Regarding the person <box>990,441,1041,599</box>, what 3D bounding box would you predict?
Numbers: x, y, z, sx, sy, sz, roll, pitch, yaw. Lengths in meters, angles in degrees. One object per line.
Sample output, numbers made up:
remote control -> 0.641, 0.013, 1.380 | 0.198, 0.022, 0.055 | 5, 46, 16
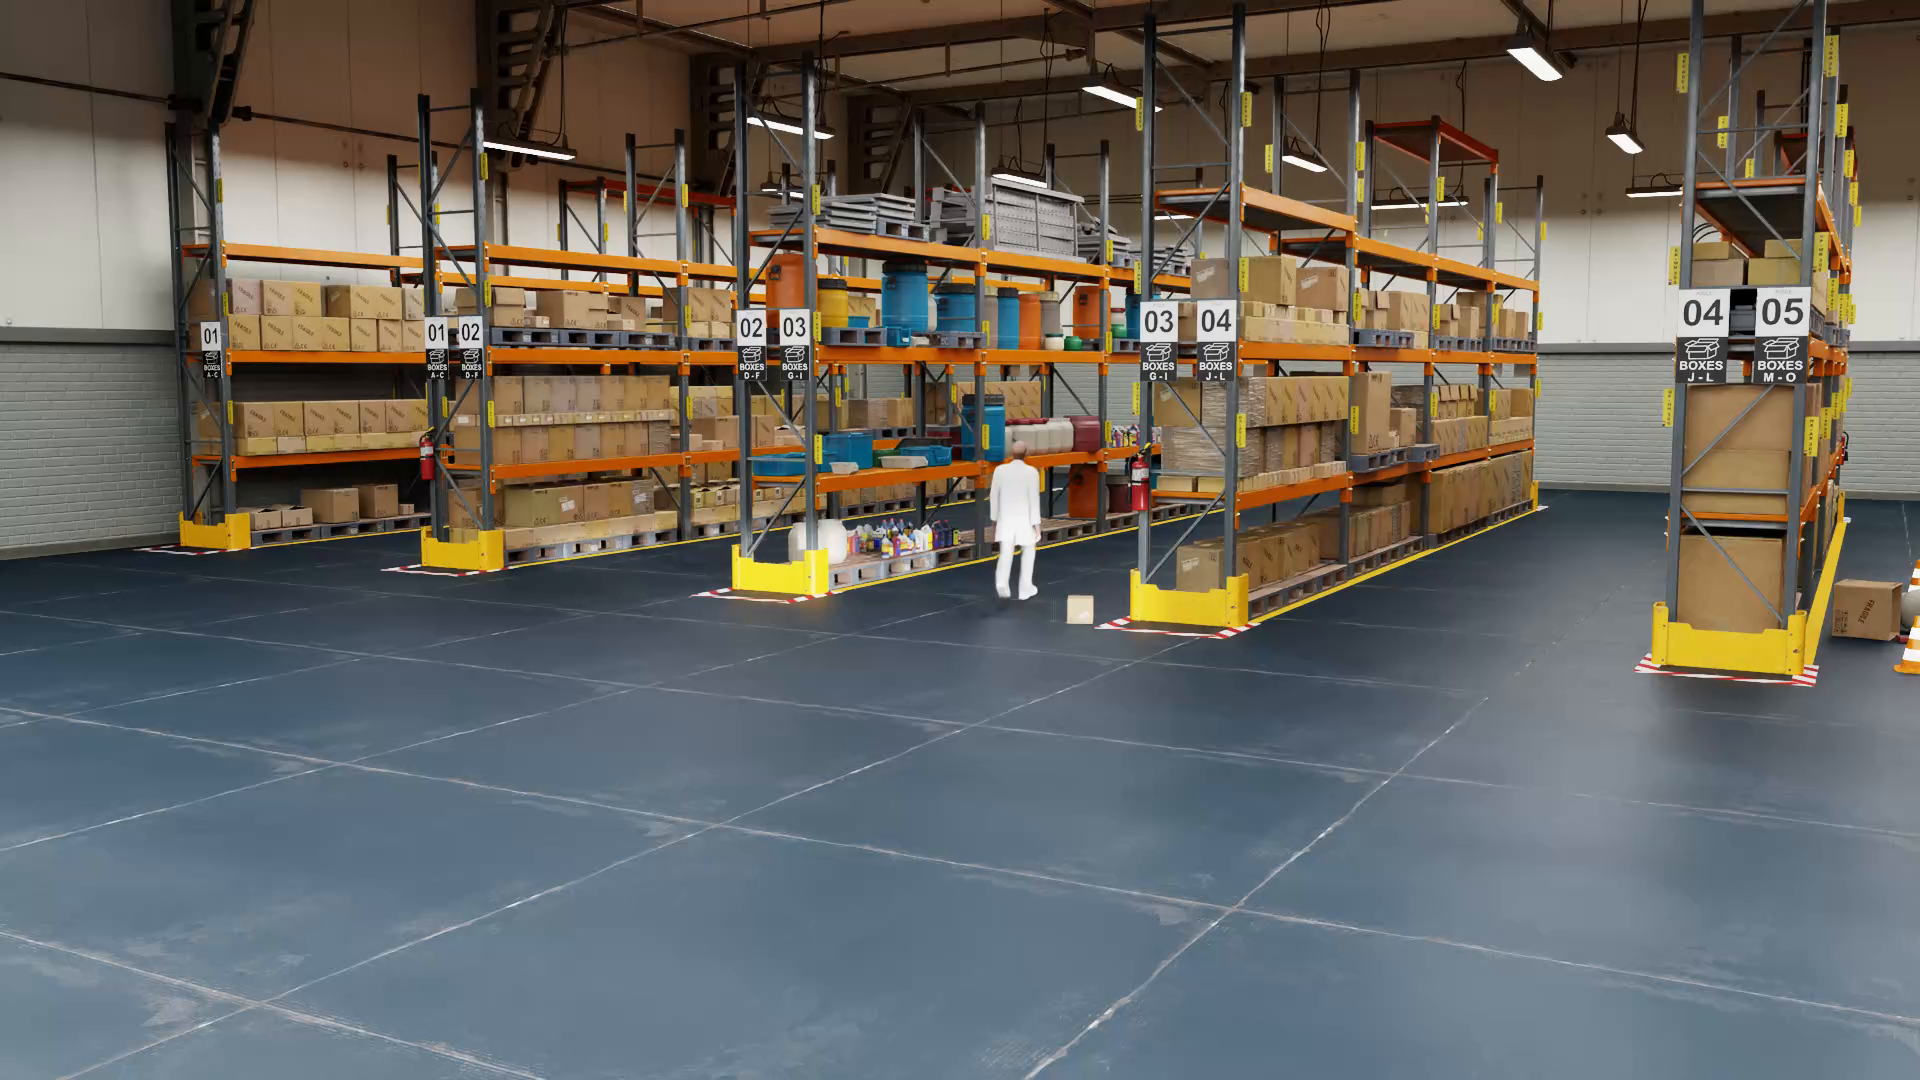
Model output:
person -> 0.592, -0.203, 18.048 | 0.602, 1.740, 1.064 | 2, 6, 15
